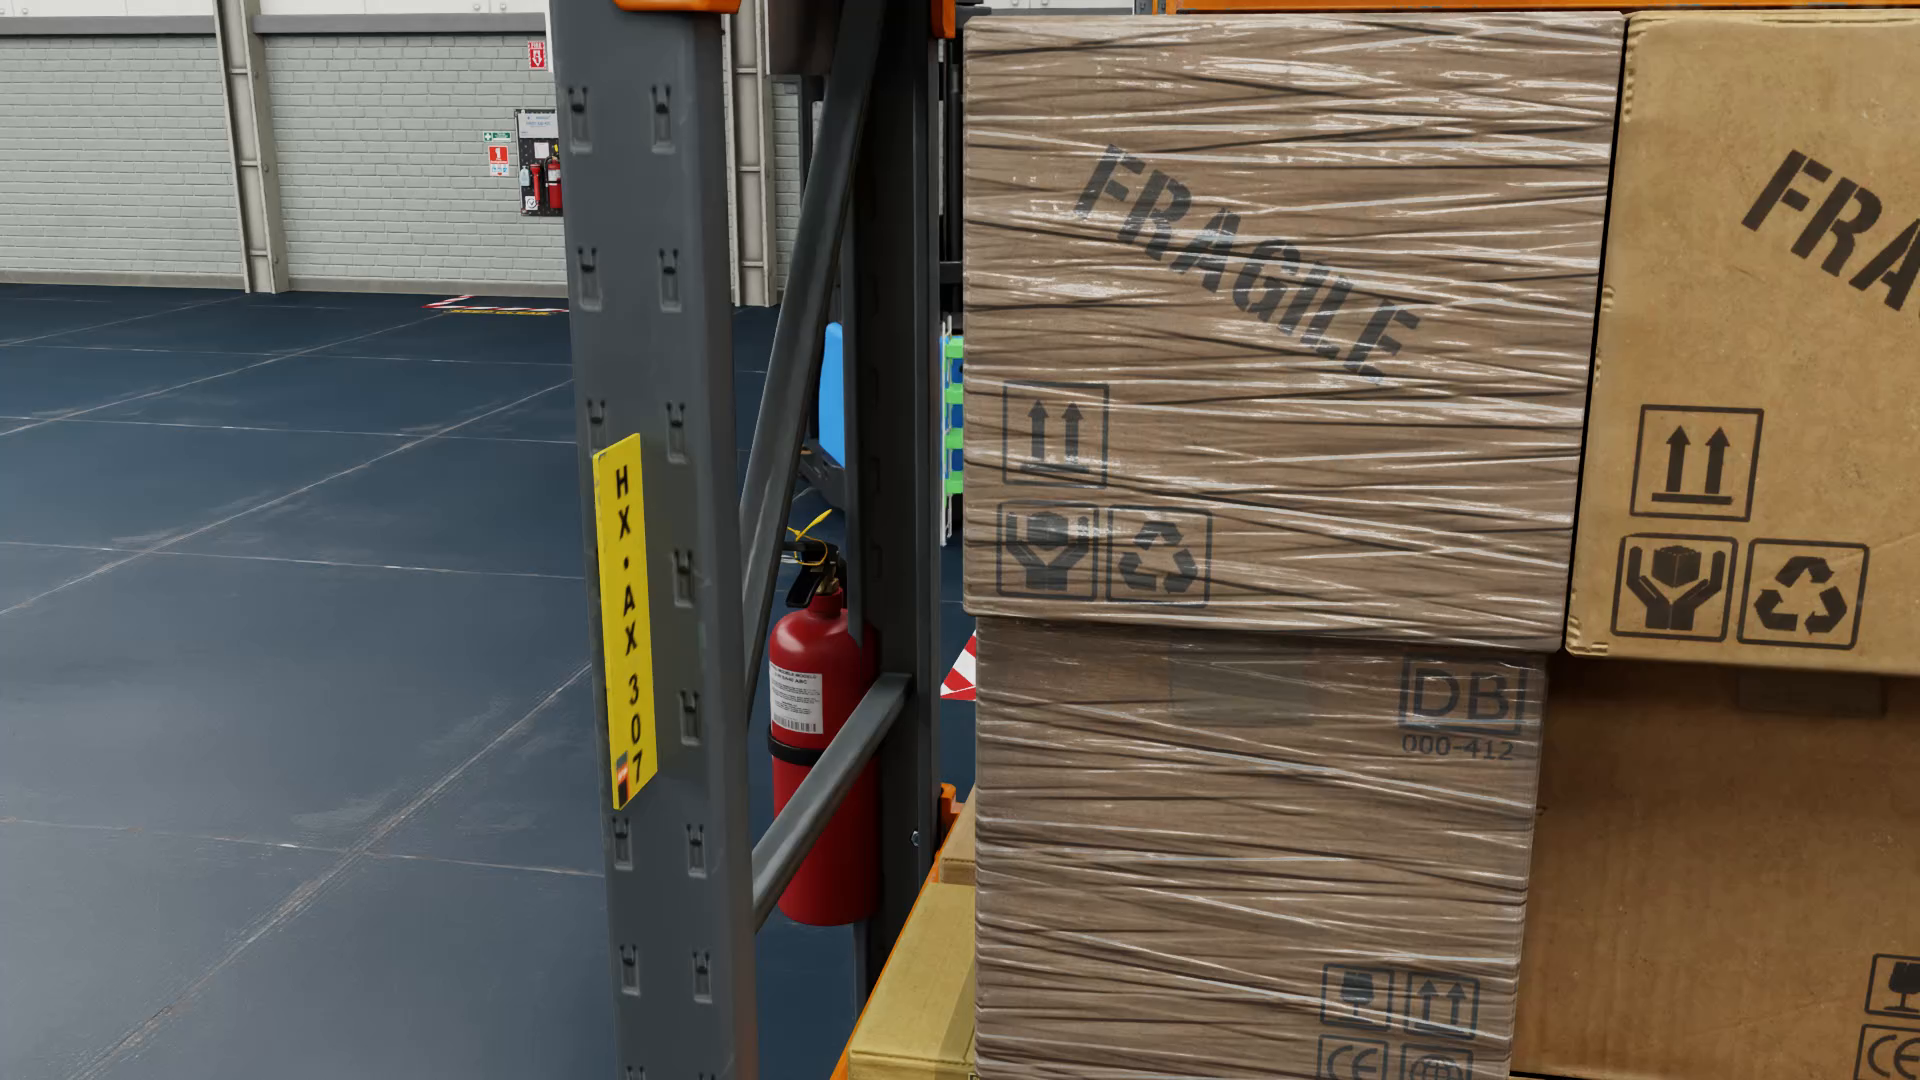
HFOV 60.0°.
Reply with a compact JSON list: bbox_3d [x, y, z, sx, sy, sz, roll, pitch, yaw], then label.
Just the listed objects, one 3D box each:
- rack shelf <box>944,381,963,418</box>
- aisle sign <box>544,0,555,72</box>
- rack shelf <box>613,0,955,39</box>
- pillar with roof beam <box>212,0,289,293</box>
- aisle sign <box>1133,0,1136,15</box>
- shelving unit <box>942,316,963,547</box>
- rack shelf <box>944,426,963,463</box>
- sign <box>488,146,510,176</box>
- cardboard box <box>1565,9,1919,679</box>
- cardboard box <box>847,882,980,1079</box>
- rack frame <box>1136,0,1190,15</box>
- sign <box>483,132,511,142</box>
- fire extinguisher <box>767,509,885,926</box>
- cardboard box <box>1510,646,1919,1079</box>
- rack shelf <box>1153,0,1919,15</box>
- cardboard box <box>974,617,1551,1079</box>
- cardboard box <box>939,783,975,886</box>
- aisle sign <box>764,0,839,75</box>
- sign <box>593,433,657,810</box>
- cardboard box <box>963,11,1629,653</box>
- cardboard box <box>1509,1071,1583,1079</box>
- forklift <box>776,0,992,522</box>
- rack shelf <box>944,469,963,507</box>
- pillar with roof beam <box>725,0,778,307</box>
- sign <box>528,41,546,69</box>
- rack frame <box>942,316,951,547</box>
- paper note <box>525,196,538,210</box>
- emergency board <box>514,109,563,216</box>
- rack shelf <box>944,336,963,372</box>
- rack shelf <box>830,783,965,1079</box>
[{"bbox_3d":[0.172,-0.733,8.729,0.480,0.148,0.258,2,16,7],"label":"rack shelf"},{"bbox_3d":[-0.309,-0.830,1.498,0.004,0.787,0.394,3,16,11],"label":"aisle sign"},{"bbox_3d":[1.771,-0.644,1.428,4.000,0.370,1.077,3,16,11],"label":"rack shelf"},{"bbox_3d":[-8.986,-6.132,14.271,0.400,9.000,9.100,3,16,11],"label":"pillar with roof beam"},{"bbox_3d":[0.669,-2.128,6.184,0.004,0.787,0.394,3,16,11],"label":"aisle sign"},{"bbox_3d":[0.172,-0.563,8.776,0.503,1.200,0.258,2,16,7],"label":"shelving unit"},{"bbox_3d":[0.172,-0.502,8.794,0.480,0.148,0.258,2,16,7],"label":"rack shelf"},{"bbox_3d":[-5.184,-4.263,18.694,0.234,0.329,0.001,3,16,11],"label":"sign"},{"bbox_3d":[0.784,-0.196,1.464,0.500,0.500,0.500,3,16,11],"label":"cardboard box"},{"bbox_3d":[0.043,0.547,1.870,0.250,0.149,0.380,3,16,11],"label":"cardboard box"},{"bbox_3d":[0.798,-0.948,6.794,0.127,3.000,1.000,3,16,11],"label":"rack frame"},{"bbox_3d":[-5.182,-4.515,18.614,0.331,0.109,0.001,3,16,11],"label":"sign"},{"bbox_3d":[-0.209,0.259,2.584,0.183,0.674,0.296,3,16,11],"label":"fire extinguisher"},{"bbox_3d":[0.859,0.188,1.949,0.500,0.500,0.875,3,16,11],"label":"cardboard box"},{"bbox_3d":[2.758,-1.940,6.105,4.000,0.370,1.077,3,16,11],"label":"rack shelf"},{"bbox_3d":[0.345,0.193,1.932,0.500,0.500,0.875,3,16,11],"label":"cardboard box"},{"bbox_3d":[0.132,0.430,2.290,0.250,0.149,0.380,3,16,11],"label":"cardboard box"},{"bbox_3d":[-0.190,-0.987,2.065,0.004,0.787,0.394,3,16,11],"label":"aisle sign"},{"bbox_3d":[-0.297,0.073,1.488,0.005,0.325,0.100,3,16,11],"label":"sign"},{"bbox_3d":[0.296,-0.225,1.567,0.500,0.500,0.500,3,16,11],"label":"cardboard box"},{"bbox_3d":[0.526,0.582,1.742,0.250,0.149,0.380,3,16,11],"label":"cardboard box"},{"bbox_3d":[-0.475,-1.834,10.121,1.130,2.935,3.031,-5,16,-16],"label":"forklift"},{"bbox_3d":[0.171,-0.270,8.858,0.480,0.148,0.258,2,16,7],"label":"rack shelf"},{"bbox_3d":[-3.107,-5.812,13.118,0.400,9.000,9.100,3,16,11],"label":"pillar with roof beam"},{"bbox_3d":[-4.651,-5.333,18.281,0.199,0.298,0.001,3,16,11],"label":"sign"},{"bbox_3d":[-0.070,-0.572,8.807,0.015,1.200,0.240,2,16,7],"label":"rack frame"},{"bbox_3d":[-4.823,-3.792,18.712,0.142,0.148,0.016,3,16,11],"label":"paper note"},{"bbox_3d":[-4.663,-4.189,18.495,0.643,1.169,0.194,3,16,11],"label":"emergency board"},{"bbox_3d":[0.172,-0.964,8.665,0.480,0.148,0.258,2,16,7],"label":"rack shelf"},{"bbox_3d":[1.771,0.801,1.828,4.000,0.370,1.077,3,16,11],"label":"rack shelf"}]
